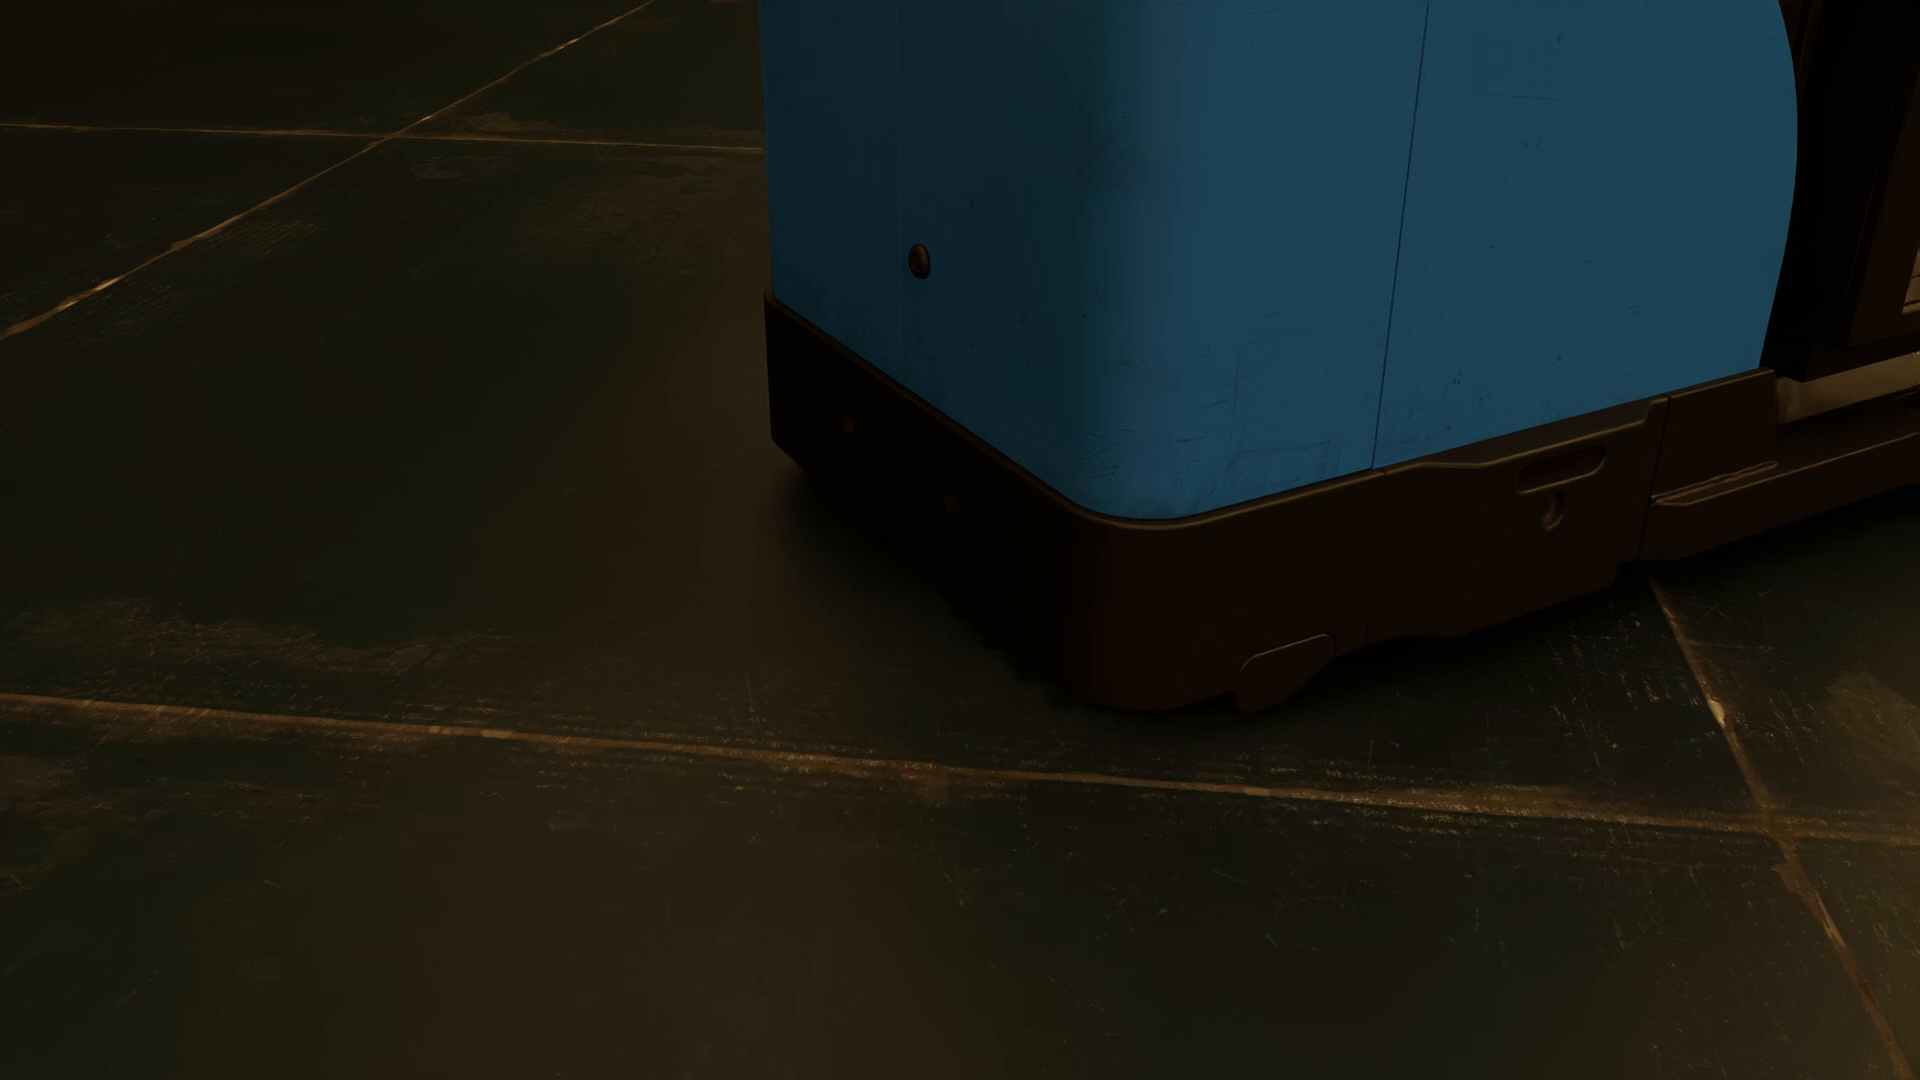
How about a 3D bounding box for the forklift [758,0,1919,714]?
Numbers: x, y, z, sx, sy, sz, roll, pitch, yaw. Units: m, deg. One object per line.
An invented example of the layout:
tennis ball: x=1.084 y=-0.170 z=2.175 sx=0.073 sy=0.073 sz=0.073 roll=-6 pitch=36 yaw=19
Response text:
forklift: x=1.235 y=-1.564 z=2.353 sx=3.031 sy=2.935 sz=1.130 roll=-14 pitch=30 yaw=-26
